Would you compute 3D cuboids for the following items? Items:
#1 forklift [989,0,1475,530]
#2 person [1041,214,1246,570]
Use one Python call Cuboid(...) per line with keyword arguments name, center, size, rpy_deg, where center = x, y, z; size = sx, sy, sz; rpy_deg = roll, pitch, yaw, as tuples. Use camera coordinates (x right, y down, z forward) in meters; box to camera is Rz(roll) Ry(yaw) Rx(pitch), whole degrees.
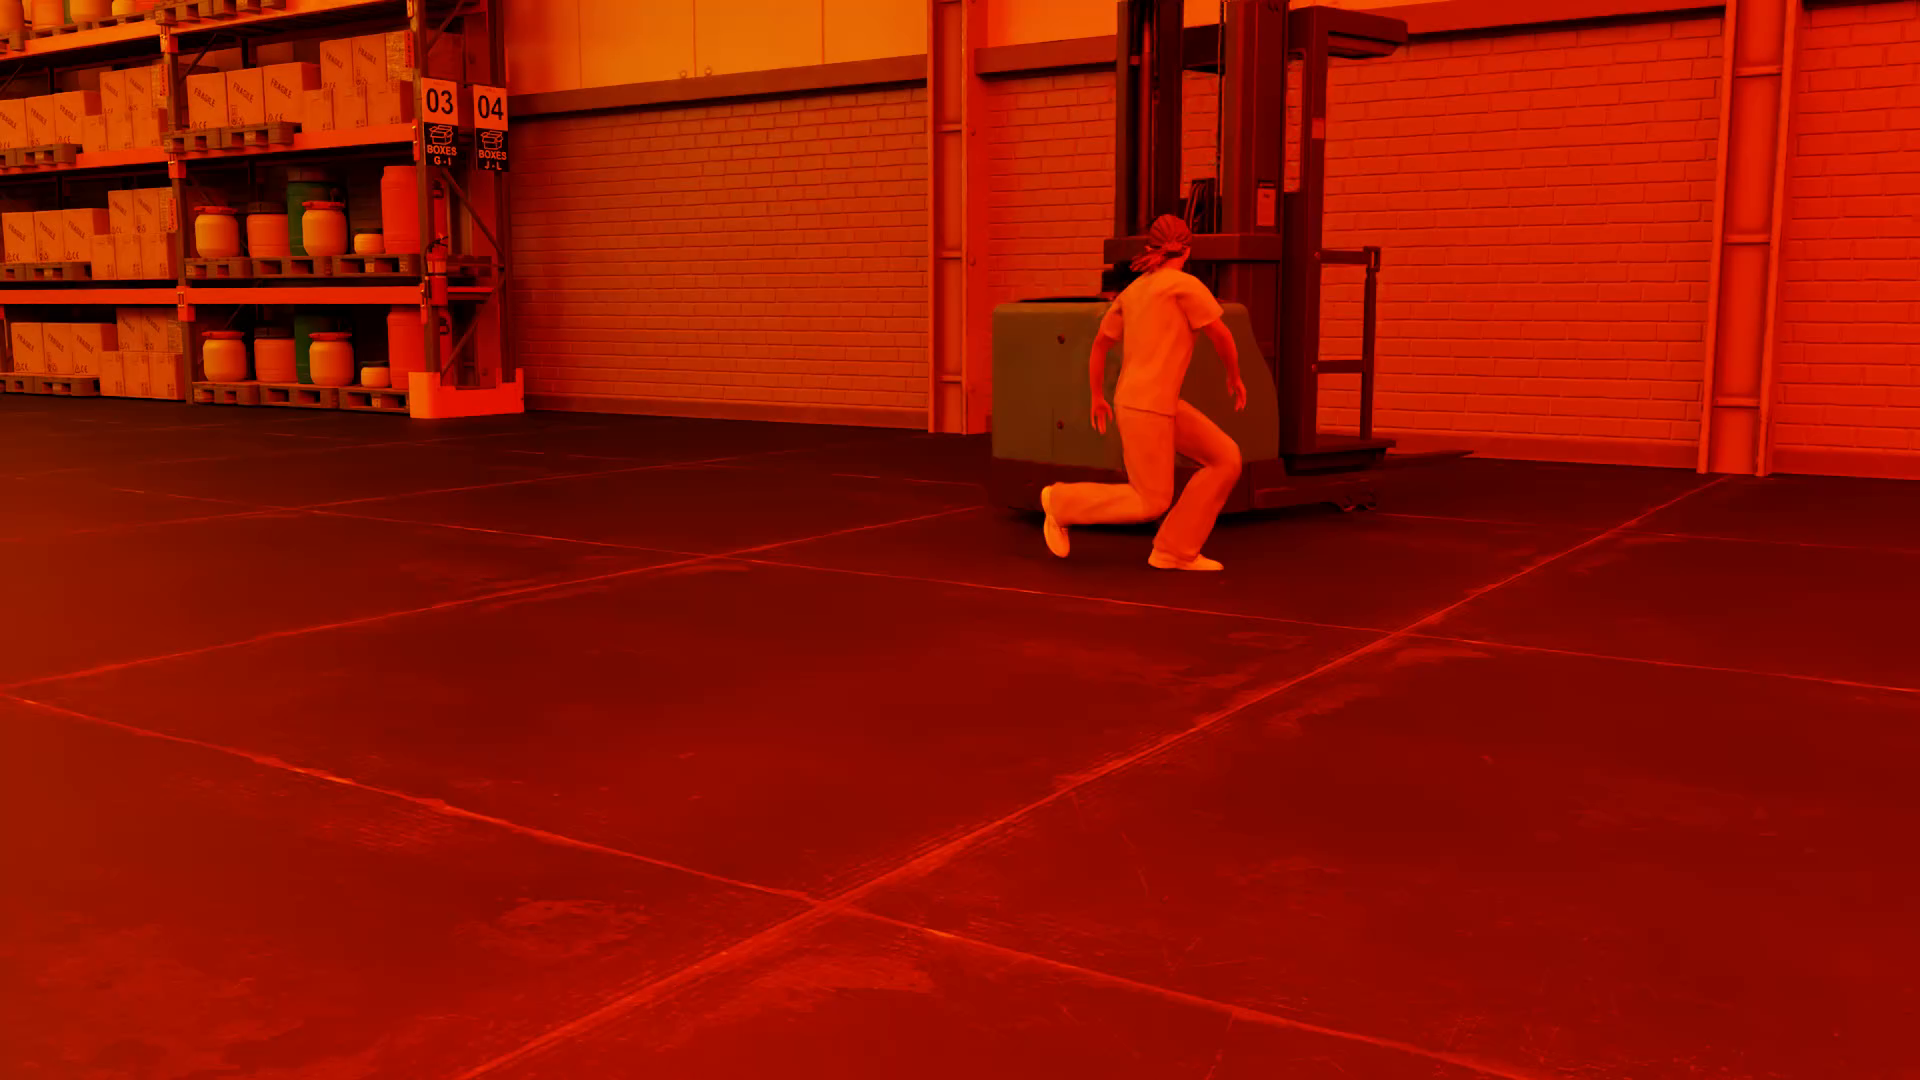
Cuboid(name="forklift", center=(1.604, -1.645, 8.757), size=(3.031, 2.935, 1.130), rpy_deg=(-7, 10, -39))
Cuboid(name="person", center=(0.751, -0.590, 6.781), size=(0.838, 1.456, 0.562), rpy_deg=(0, 8, 3))
